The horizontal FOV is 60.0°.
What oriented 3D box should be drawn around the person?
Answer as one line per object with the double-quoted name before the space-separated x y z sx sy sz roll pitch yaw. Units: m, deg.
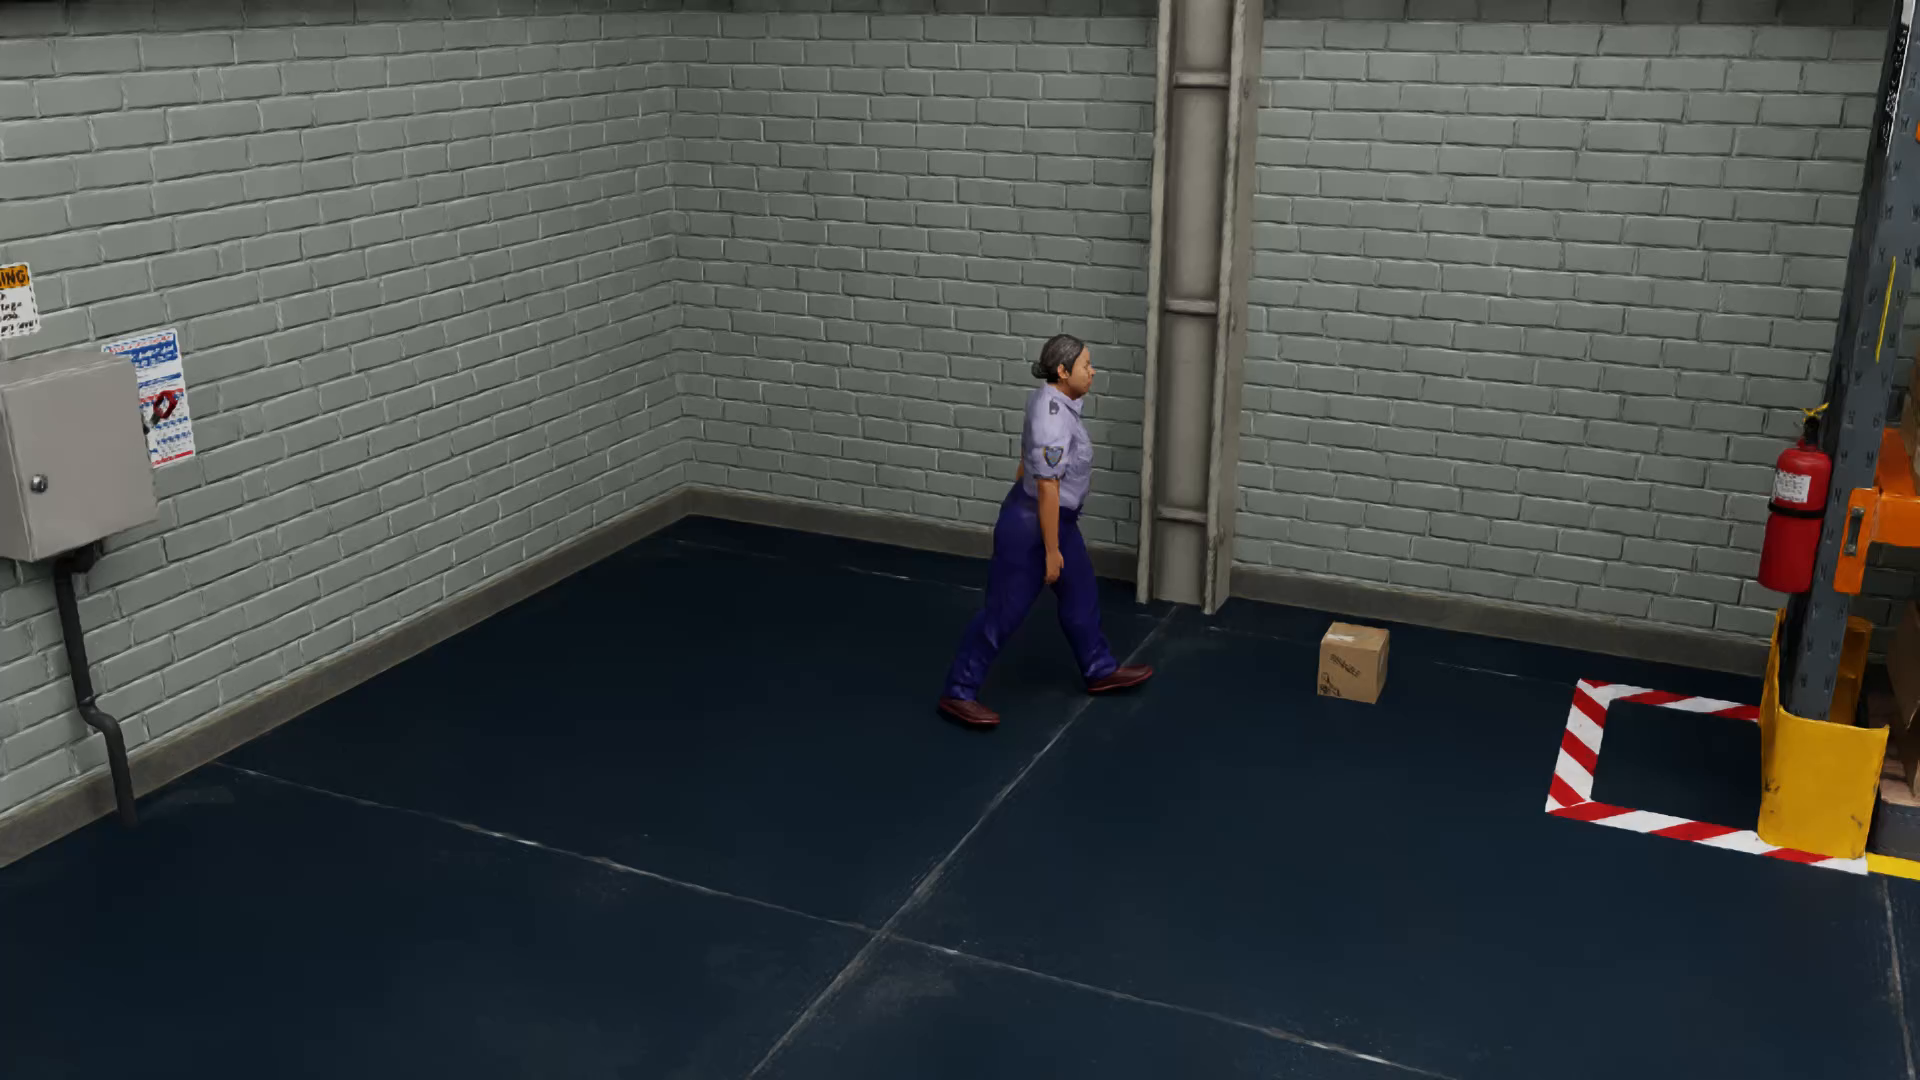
"person" 0.369 -0.044 6.766 0.909 1.584 0.522 1 19 3
